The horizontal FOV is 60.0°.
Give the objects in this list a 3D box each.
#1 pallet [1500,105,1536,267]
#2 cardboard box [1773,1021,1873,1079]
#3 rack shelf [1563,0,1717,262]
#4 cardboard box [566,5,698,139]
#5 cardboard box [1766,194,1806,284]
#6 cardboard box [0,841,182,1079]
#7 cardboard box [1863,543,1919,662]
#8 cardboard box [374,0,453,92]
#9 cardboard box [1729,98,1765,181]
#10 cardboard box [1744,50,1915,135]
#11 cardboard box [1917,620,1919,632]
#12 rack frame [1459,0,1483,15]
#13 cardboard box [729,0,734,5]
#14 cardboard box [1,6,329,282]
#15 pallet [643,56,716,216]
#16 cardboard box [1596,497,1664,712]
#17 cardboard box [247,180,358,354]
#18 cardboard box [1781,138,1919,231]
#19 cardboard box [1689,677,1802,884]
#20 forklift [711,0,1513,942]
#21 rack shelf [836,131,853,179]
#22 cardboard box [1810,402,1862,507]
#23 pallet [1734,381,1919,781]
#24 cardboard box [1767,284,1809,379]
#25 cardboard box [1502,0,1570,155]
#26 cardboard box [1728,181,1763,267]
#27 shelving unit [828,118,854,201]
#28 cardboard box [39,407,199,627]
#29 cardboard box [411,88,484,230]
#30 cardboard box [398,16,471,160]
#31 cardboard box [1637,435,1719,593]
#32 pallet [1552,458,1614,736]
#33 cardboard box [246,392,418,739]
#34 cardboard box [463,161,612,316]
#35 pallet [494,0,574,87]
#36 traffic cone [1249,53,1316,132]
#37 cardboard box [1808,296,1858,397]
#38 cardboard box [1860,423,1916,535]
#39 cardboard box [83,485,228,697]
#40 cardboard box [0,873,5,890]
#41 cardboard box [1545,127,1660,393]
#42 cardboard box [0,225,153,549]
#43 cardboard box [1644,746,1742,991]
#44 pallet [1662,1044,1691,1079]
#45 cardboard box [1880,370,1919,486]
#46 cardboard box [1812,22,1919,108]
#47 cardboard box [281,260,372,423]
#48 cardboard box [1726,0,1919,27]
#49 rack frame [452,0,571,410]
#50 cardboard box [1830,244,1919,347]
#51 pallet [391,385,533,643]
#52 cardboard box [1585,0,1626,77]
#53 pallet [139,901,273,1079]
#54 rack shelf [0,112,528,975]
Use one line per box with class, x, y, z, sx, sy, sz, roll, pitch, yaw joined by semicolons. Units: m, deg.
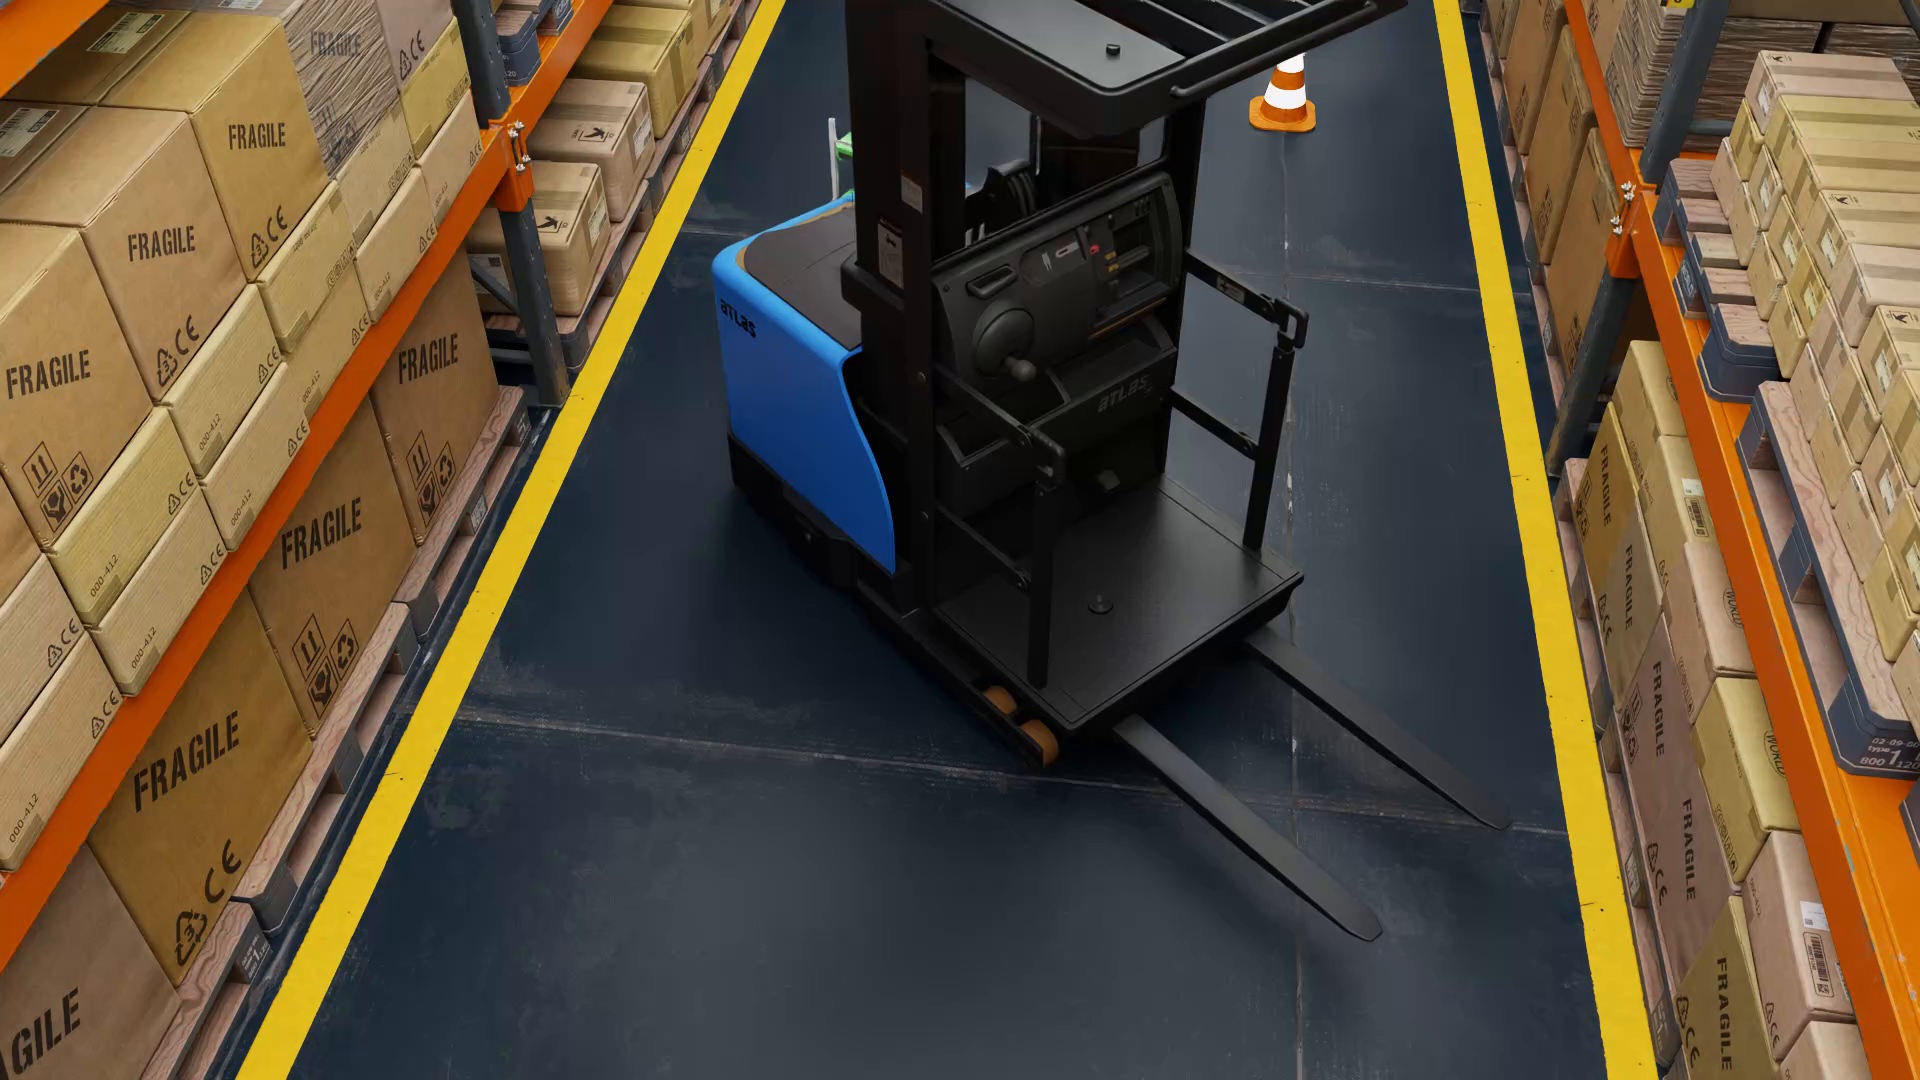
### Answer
pallet;3.146;-1.674;7.864;1.003;0.211;1.213;5;44;6
cardboard box;2.122;1.351;3.608;0.500;0.250;0.500;4;44;4
rack shelf;3.068;-2.429;7.157;1.077;0.370;4.000;5;44;6
cardboard box;-1.836;-2.310;8.114;0.950;0.372;0.625;7;44;7
cardboard box;2.475;-0.818;4.593;0.380;0.149;0.250;4;44;4
cardboard box;-2.643;1.207;4.033;0.875;0.875;0.875;6;44;7
cardboard box;2.300;0.161;3.775;0.380;0.149;0.250;7;44;7
cardboard box;-1.926;-1.731;5.097;0.500;0.500;0.500;4;44;4
cardboard box;2.541;-1.185;4.981;0.380;0.149;0.250;7;44;7
cardboard box;2.550;-1.304;4.890;0.380;0.149;0.250;5;44;6
cardboard box;2.268;0.228;3.488;0.380;0.149;0.250;3;44;3
rack frame;3.332;-4.053;8.349;1.000;3.000;0.127;5;44;6
cardboard box;-1.655;-3.275;9.133;0.950;0.372;0.625;6;44;6
cardboard box;-2.058;-1.043;4.370;0.500;0.500;0.500;5;44;6
pallet;-1.848;-2.057;8.269;1.003;0.211;1.213;5;44;6
cardboard box;2.394;0.230;5.338;0.500;0.500;0.500;6;44;6
cardboard box;-2.040;-0.781;4.639;0.500;0.250;0.500;4;44;4
cardboard box;2.481;-0.957;4.523;0.380;0.149;0.250;5;44;5
cardboard box;2.259;0.641;4.359;0.500;0.250;0.500;3;44;4
forklift;0.451;-0.707;4.865;1.130;2.935;3.031;-30;51;-28
rack shelf;-0.259;-1.530;6.388;0.258;0.148;0.480;21;47;21
cardboard box;2.371;-0.198;4.155;0.380;0.149;0.250;6;44;6
pallet;2.582;0.096;4.107;1.003;0.211;1.213;5;44;6
cardboard box;2.439;-0.551;4.527;0.380;0.149;0.250;7;44;7
cardboard box;3.208;-2.300;7.828;1.050;0.750;0.750;5;44;6
cardboard box;2.509;-0.919;4.916;0.380;0.149;0.250;7;44;8
shelving unit;-0.259;-1.228;6.674;0.258;1.200;0.503;21;47;21
cardboard box;-2.173;-0.083;3.901;0.500;0.250;0.500;6;44;6
cardboard box;-1.926;-1.285;5.535;0.500;0.250;0.500;4;44;4
cardboard box;-1.929;-1.482;5.379;0.500;0.250;0.500;5;44;5
cardboard box;2.405;-0.050;5.089;0.500;0.250;0.500;5;44;5
pallet;2.699;0.218;5.866;1.003;0.211;1.213;5;44;6
cardboard box;-2.412;-0.018;5.328;0.875;0.875;0.875;6;44;6
cardboard box;-2.032;-1.290;7.037;0.950;0.372;0.625;3;43;3
pallet;-2.128;-2.134;6.461;1.213;0.211;1.003;5;44;6
traffic cone;1.658;-2.355;8.401;0.336;0.463;0.334;5;44;6
cardboard box;2.408;-0.476;4.232;0.380;0.149;0.250;5;44;6
cardboard box;2.340;-0.123;3.859;0.380;0.149;0.250;7;44;7
cardboard box;-2.175;0.096;4.076;0.500;0.250;0.500;5;44;5
cardboard box;-2.326;0.797;3.336;0.500;0.250;0.500;4;44;5
cardboard box;2.973;-1.069;6.528;1.050;0.750;0.750;5;44;5
cardboard box;-2.194;-0.346;3.634;0.500;0.500;0.500;4;44;4
cardboard box;2.263;0.928;4.601;0.500;0.500;0.500;4;44;5
pallet;2.376;1.881;4.110;1.003;0.211;1.213;5;44;6
cardboard box;2.341;-0.241;3.768;0.380;0.149;0.250;5;44;5
cardboard box;3.130;-1.645;5.733;0.500;0.500;0.500;6;44;6
cardboard box;-2.061;-0.594;4.805;0.500;0.250;0.500;5;44;5
cardboard box;2.873;-2.031;5.414;0.700;0.500;0.500;5;44;5
rack frame;-2.117;-1.708;5.872;1.000;3.000;0.127;5;44;6
cardboard box;2.411;-0.592;4.138;0.380;0.149;0.250;7;44;7
pallet;-2.295;-0.165;6.271;1.003;0.211;1.213;5;44;6
cardboard box;2.664;-2.034;6.144;0.500;0.500;0.500;5;44;6
pallet;-2.618;1.498;4.514;1.003;0.211;1.213;5;44;6
rack shelf;-2.381;-0.084;4.680;1.077;0.370;4.000;5;44;6
